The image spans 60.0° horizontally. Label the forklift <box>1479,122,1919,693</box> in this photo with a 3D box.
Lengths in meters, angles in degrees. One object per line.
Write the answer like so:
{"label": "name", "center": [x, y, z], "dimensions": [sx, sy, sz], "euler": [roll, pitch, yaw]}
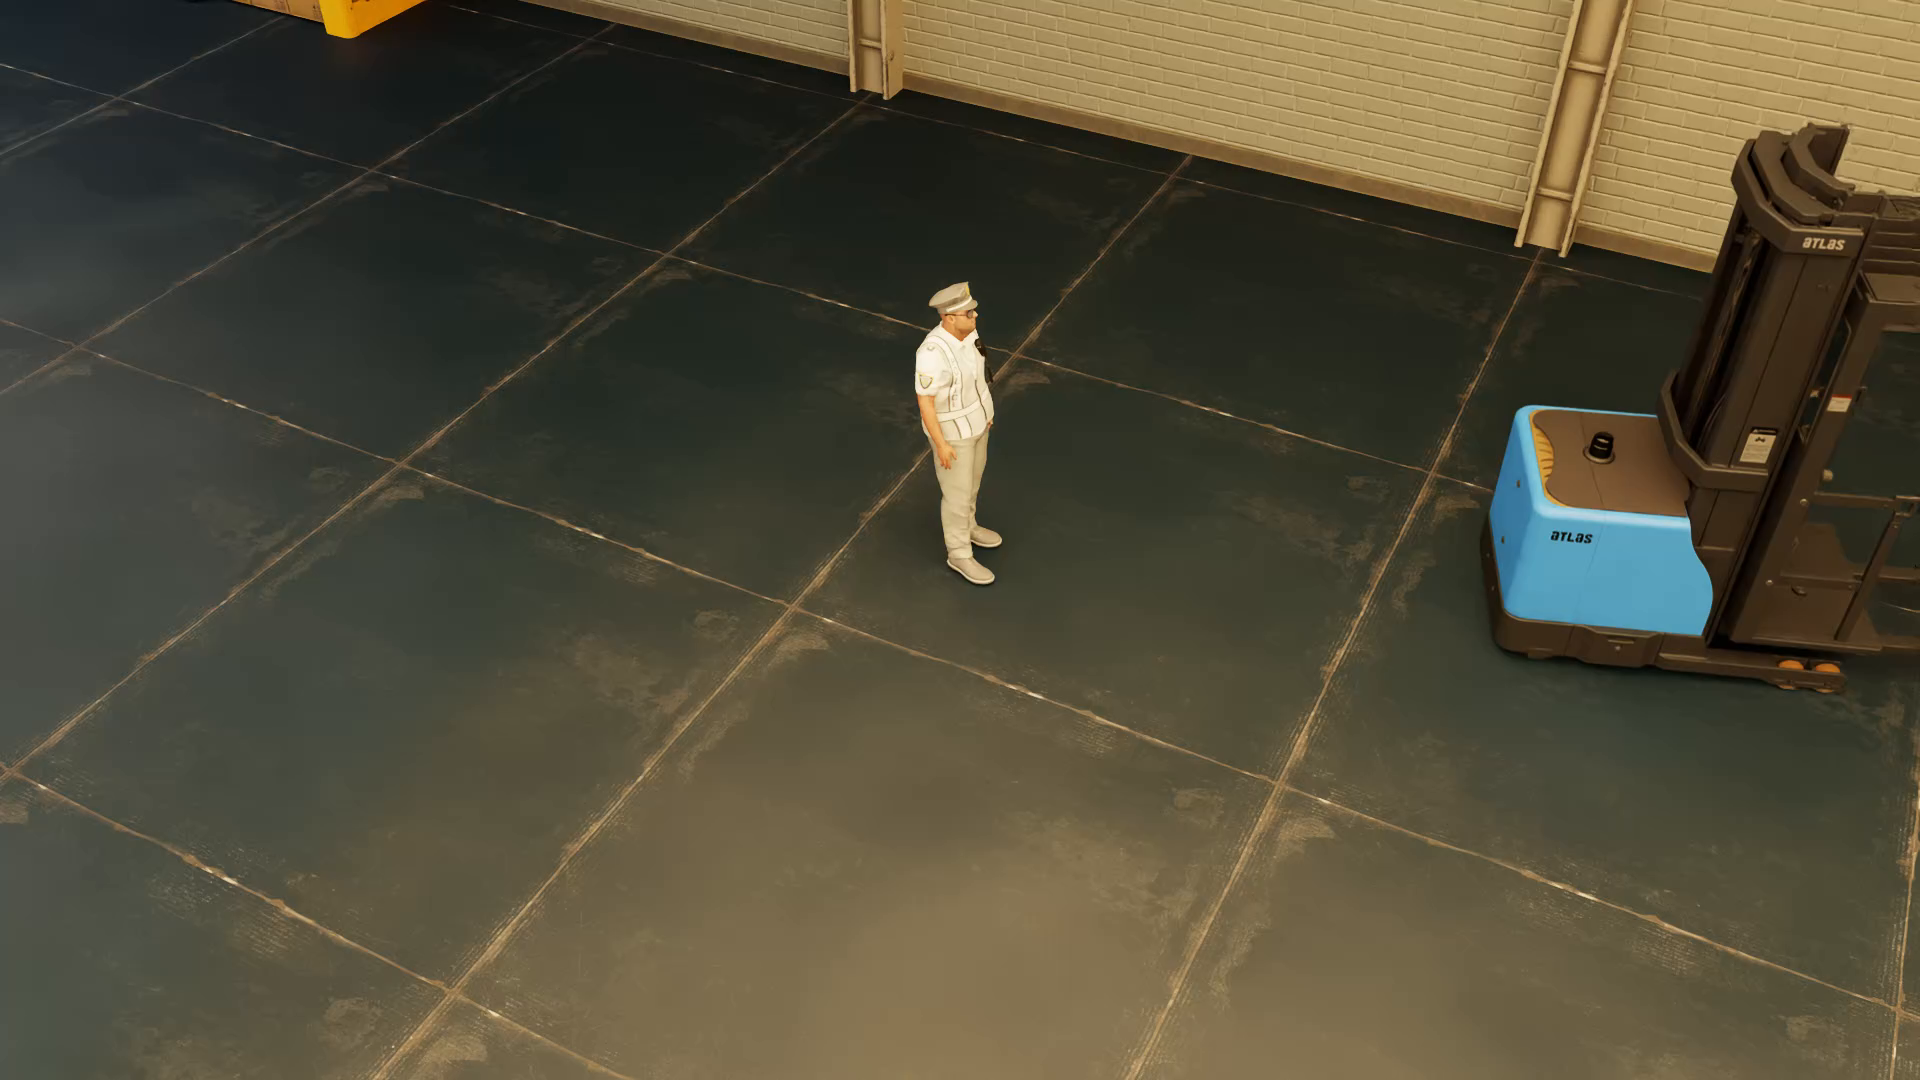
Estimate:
{"label": "forklift", "center": [4.602, -0.640, 8.746], "dimensions": [3.031, 2.935, 1.130], "euler": [5, 40, 6]}

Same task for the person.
{"label": "person", "center": [0.063, -0.657, 9.648], "dimensions": [0.575, 1.781, 0.640], "euler": [18, 43, 21]}
